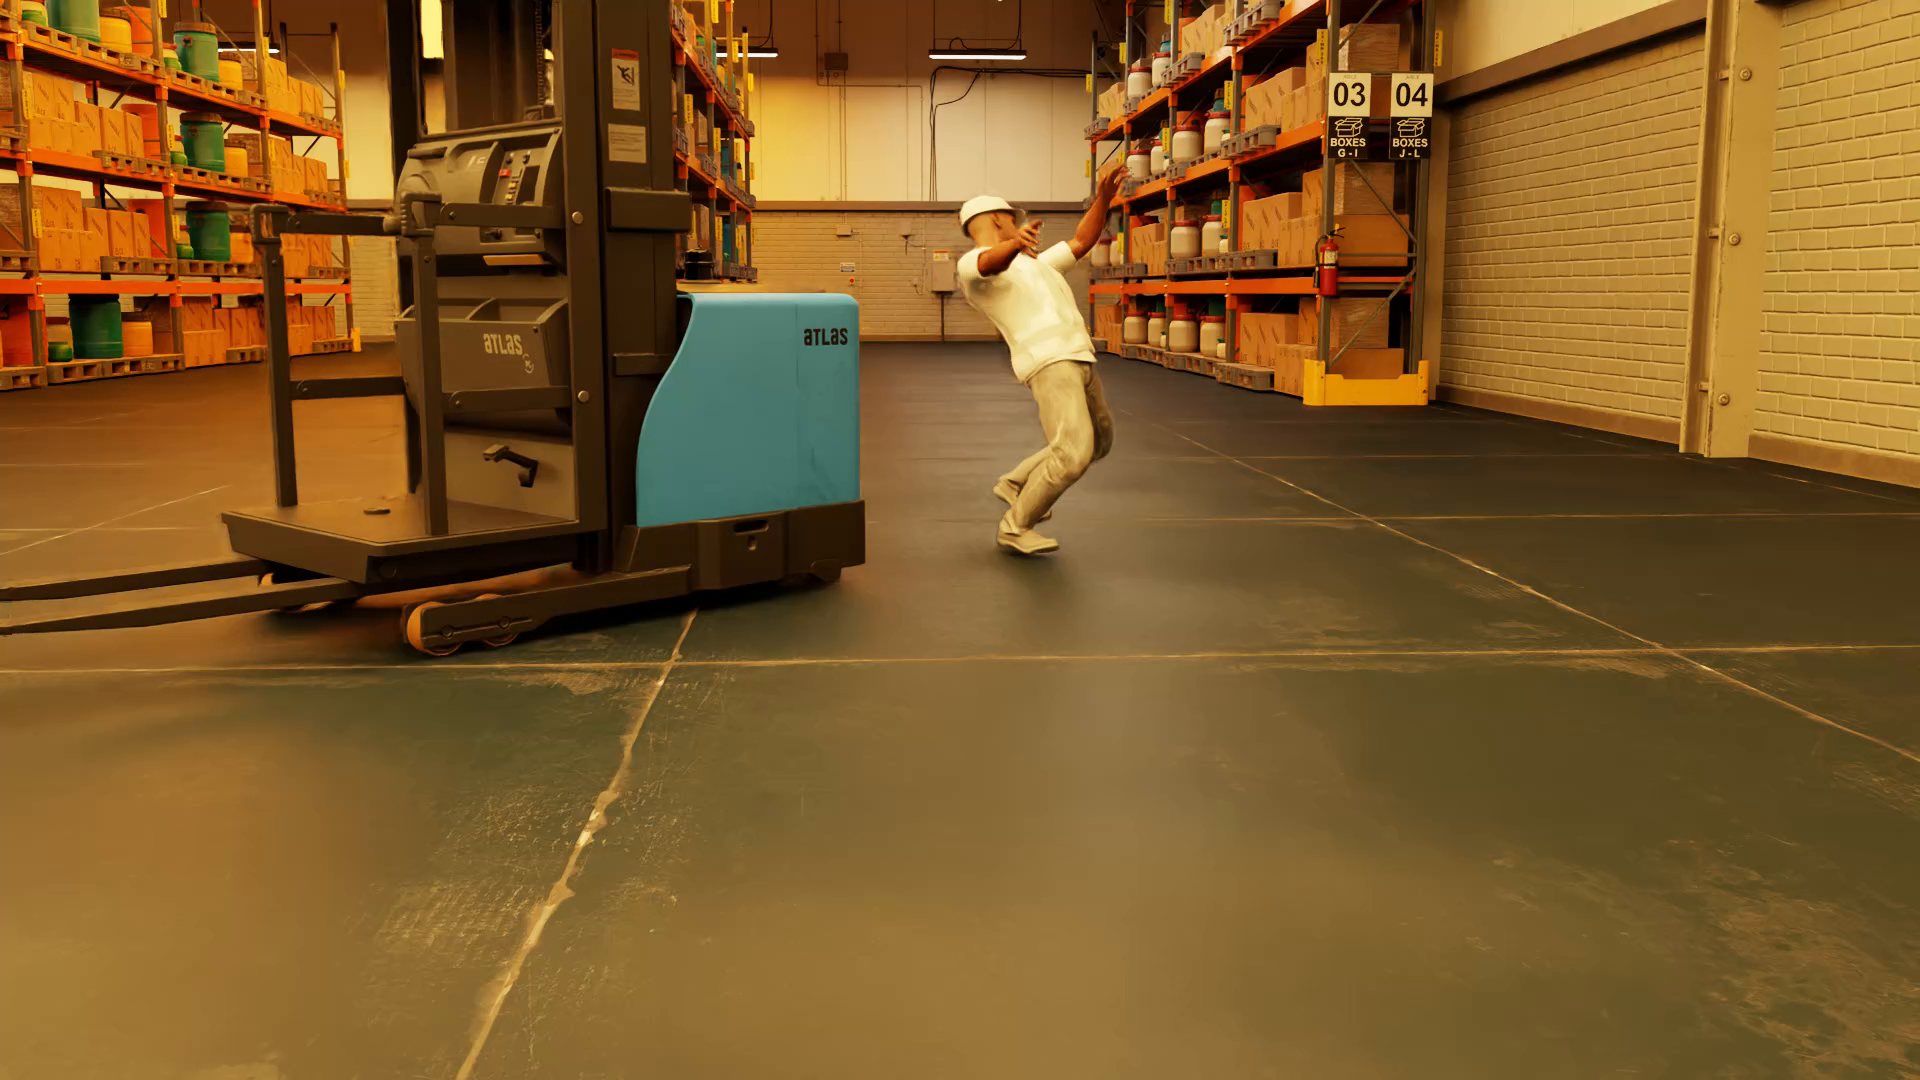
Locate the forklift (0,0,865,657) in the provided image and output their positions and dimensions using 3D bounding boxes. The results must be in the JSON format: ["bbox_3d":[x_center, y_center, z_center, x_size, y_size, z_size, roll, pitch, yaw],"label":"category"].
[{"bbox_3d":[-1.735,-1.186,5.316,1.130,2.935,3.031,8,12,43],"label":"forklift"}]

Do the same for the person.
[{"bbox_3d":[0.265,-0.739,6.768,0.715,1.583,1.103,2,9,15],"label":"person"}]
